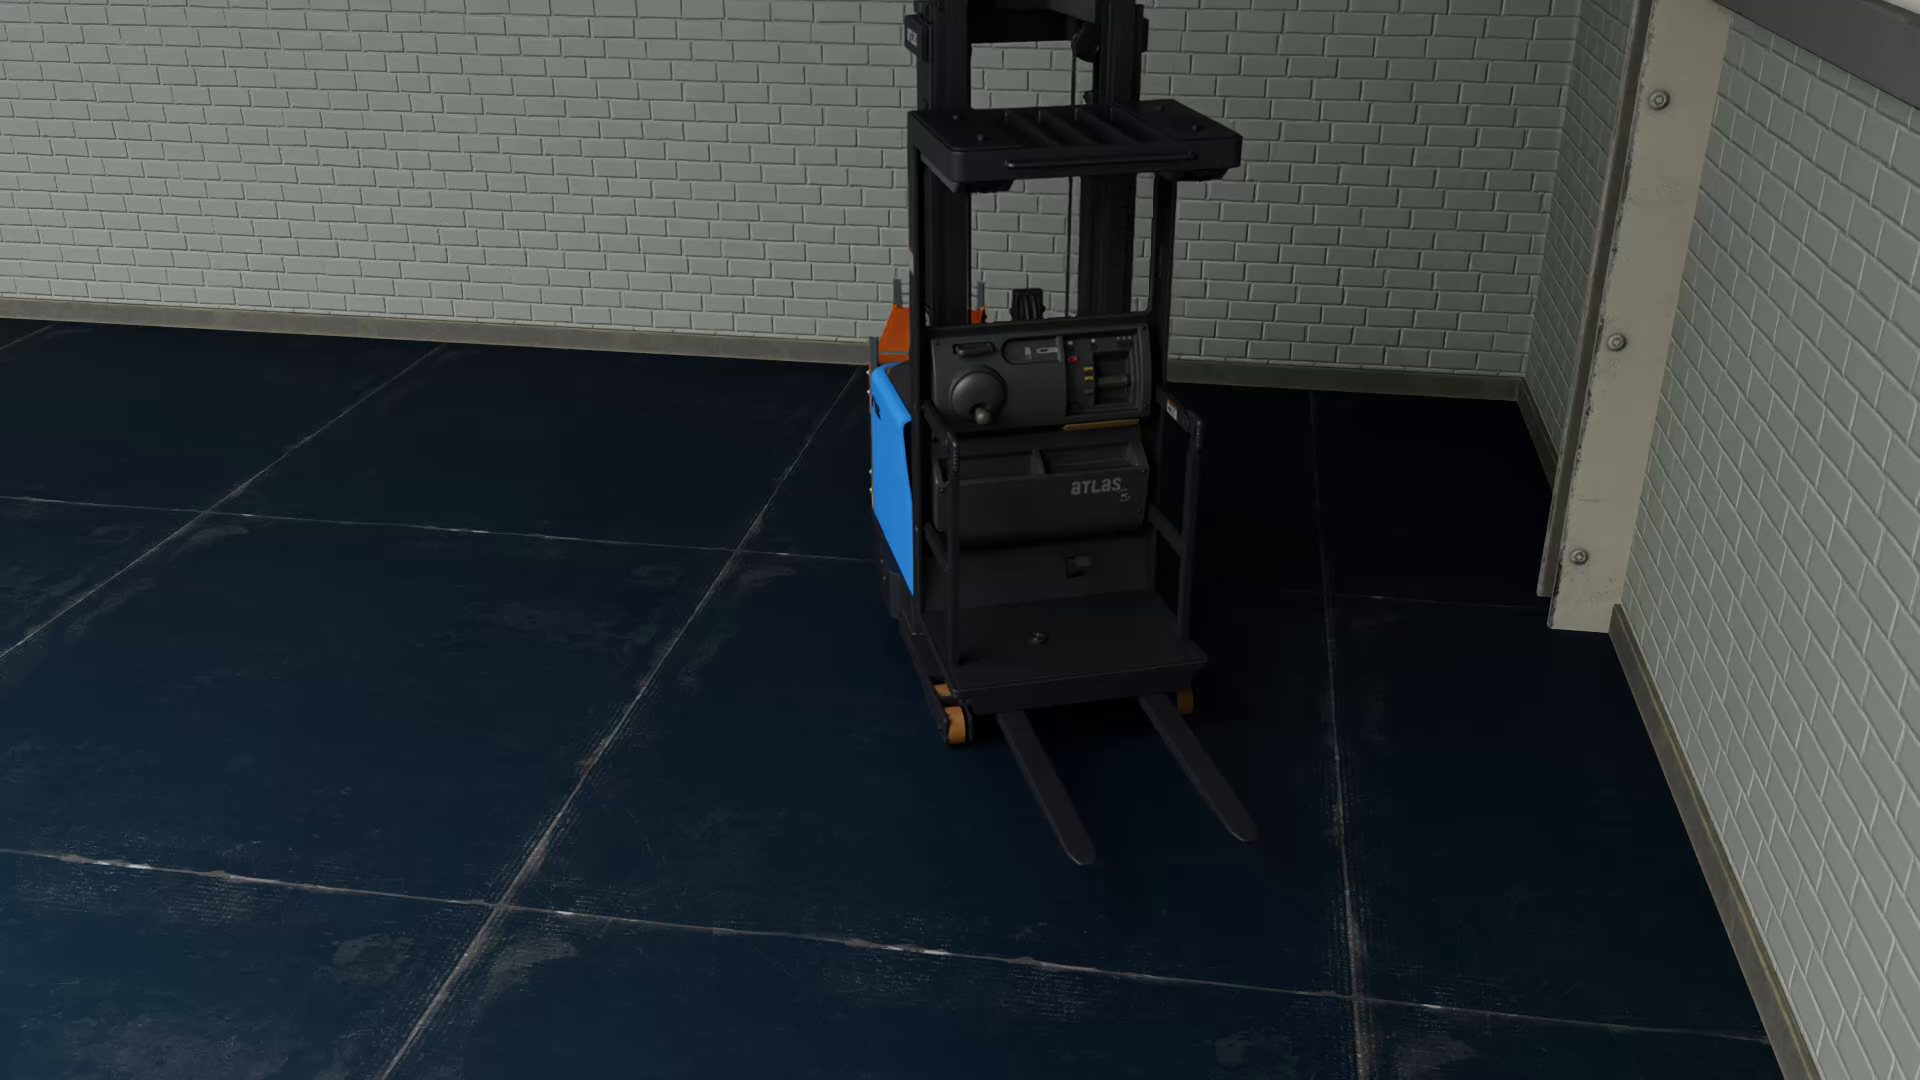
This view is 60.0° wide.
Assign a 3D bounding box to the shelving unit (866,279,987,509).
[{"bbox_3d":[-0.160,-0.701,8.922,0.538,1.125,1.048,2,25,4],"label":"shelving unit"}]

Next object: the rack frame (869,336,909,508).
[{"bbox_3d":[-0.202,-0.487,8.463,0.500,1.125,0.032,2,25,4],"label":"rack frame"}]

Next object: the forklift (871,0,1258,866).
[{"bbox_3d":[0.393,-0.649,6.680,1.130,2.935,3.031,-6,26,-12],"label":"forklift"}]

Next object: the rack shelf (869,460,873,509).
[{"bbox_3d":[-0.160,-0.480,9.025,0.538,0.278,1.000,2,25,4],"label":"rack shelf"}]

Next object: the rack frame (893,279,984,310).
[{"bbox_3d":[-0.117,-0.916,9.381,0.500,1.125,0.032,2,25,4],"label":"rack frame"}]

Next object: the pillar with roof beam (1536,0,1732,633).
[{"bbox_3d":[-1.281,-4.029,6.742,9.100,9.000,0.400,4,25,9],"label":"pillar with roof beam"}]

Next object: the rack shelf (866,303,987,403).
[{"bbox_3d":[-0.160,-0.967,8.798,0.538,0.278,1.000,2,25,4],"label":"rack shelf"}]
